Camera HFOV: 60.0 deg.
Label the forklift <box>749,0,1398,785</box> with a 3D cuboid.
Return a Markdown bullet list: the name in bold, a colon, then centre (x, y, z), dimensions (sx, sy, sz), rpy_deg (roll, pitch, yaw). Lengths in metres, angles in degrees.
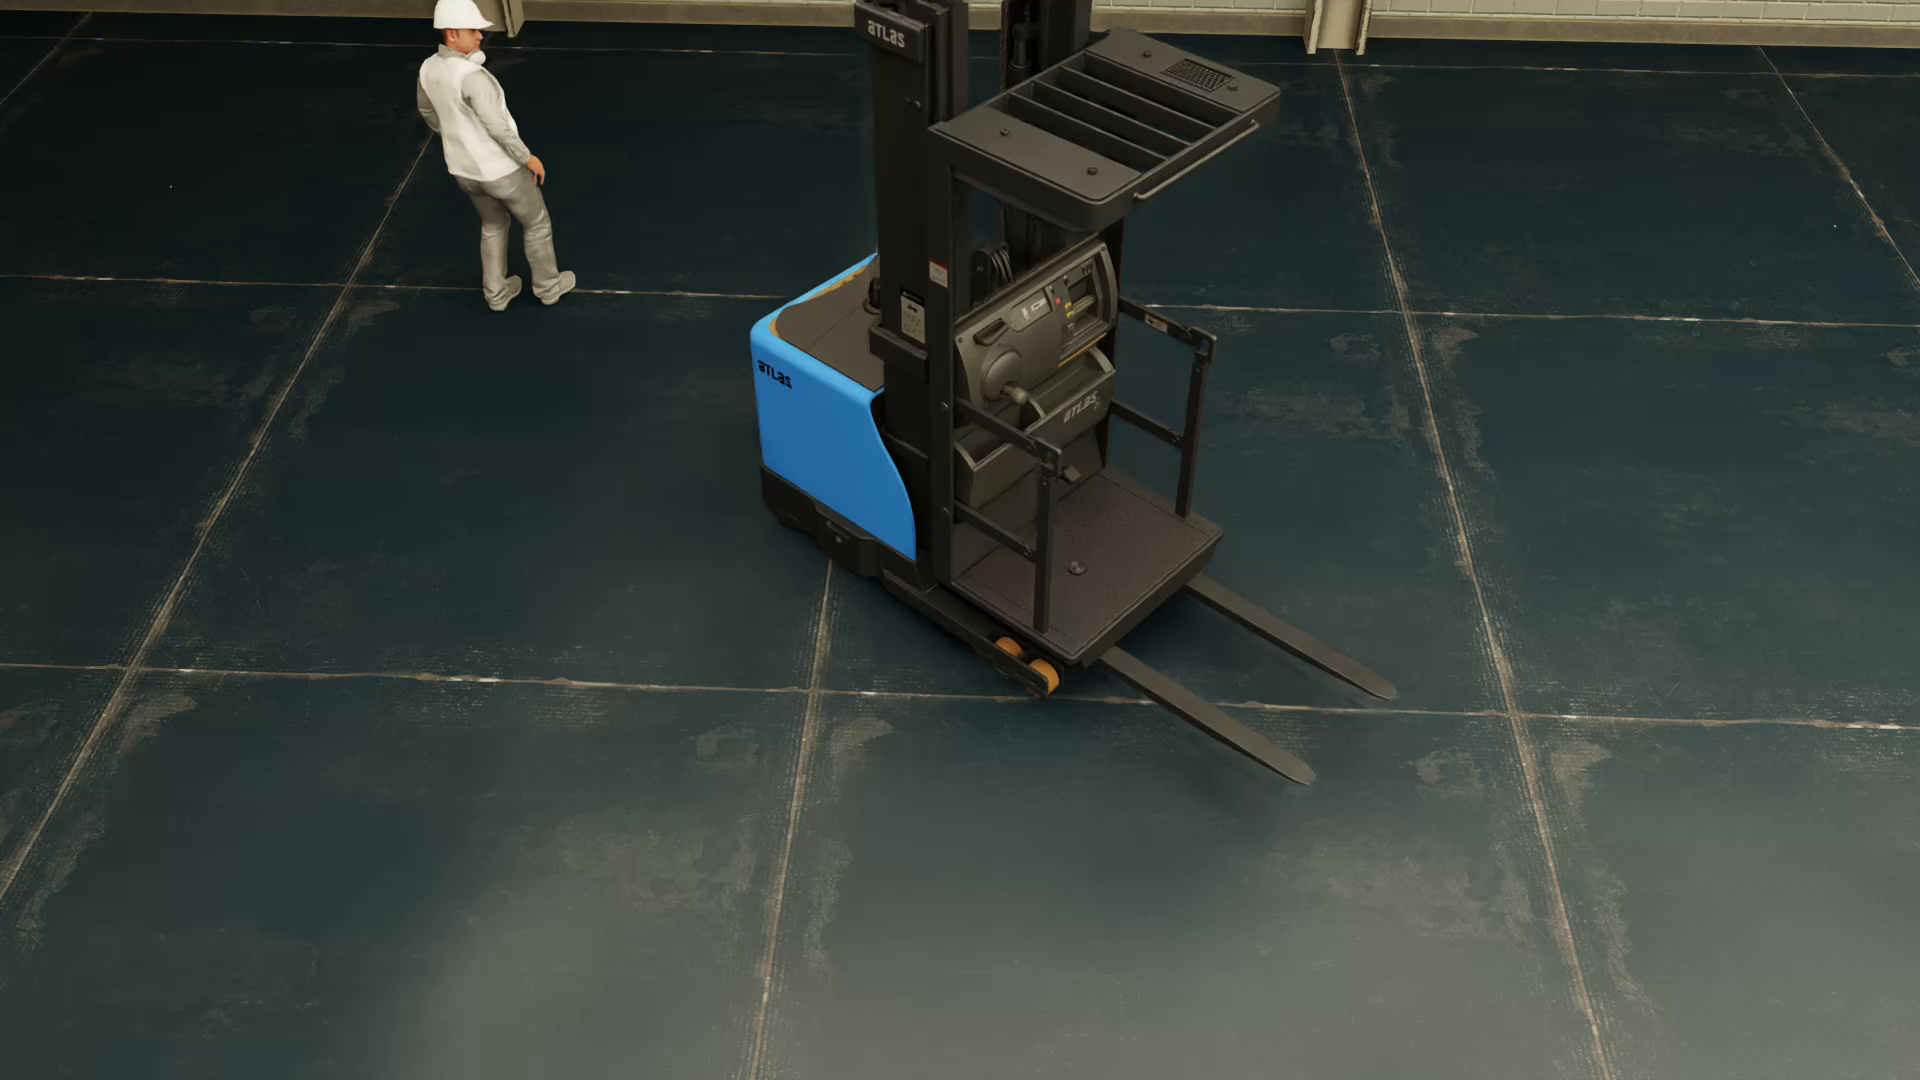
- **forklift**: centre (0.474, -0.808, 6.628), dimensions (3.031, 2.935, 1.130), rpy_deg (32, 51, 30)

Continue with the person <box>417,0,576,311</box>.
- **person**: centre (-2.489, -2.053, 8.867), dimensions (0.733, 1.754, 0.516), rpy_deg (21, 46, 21)
